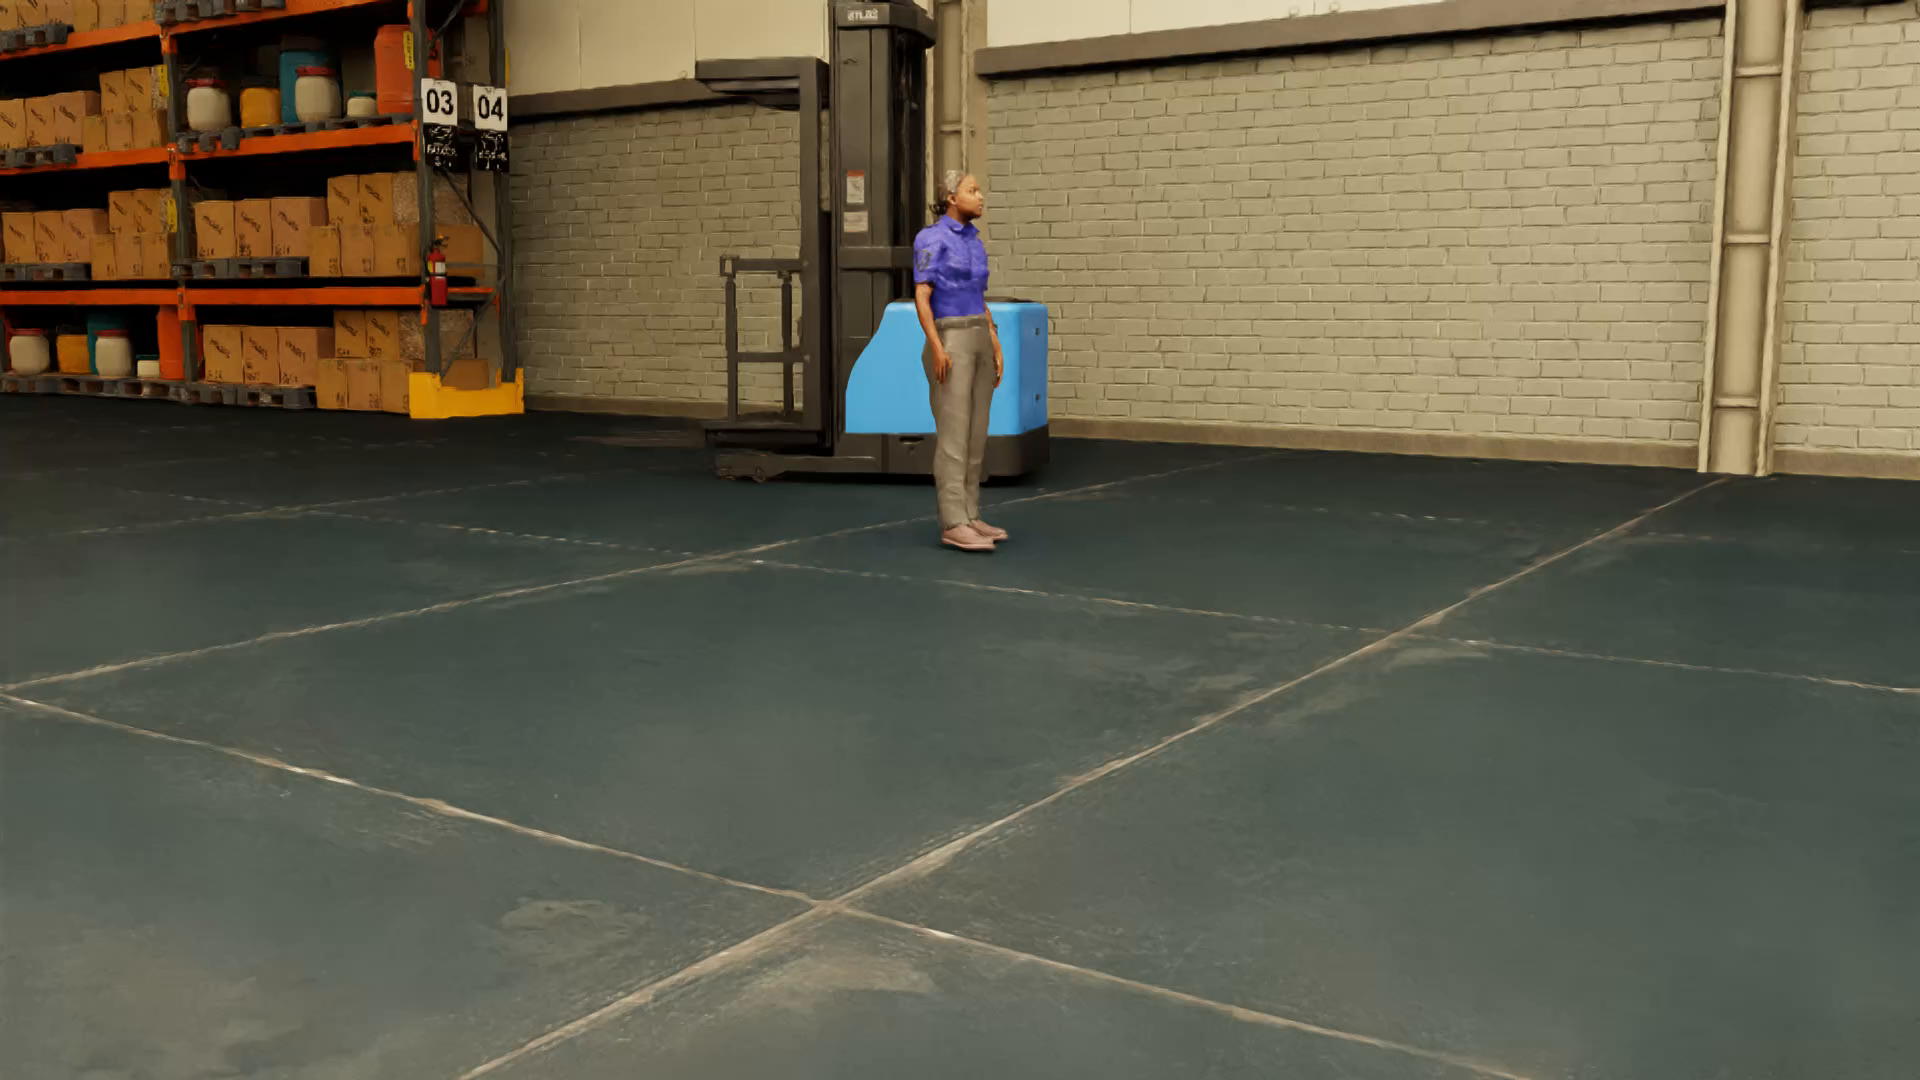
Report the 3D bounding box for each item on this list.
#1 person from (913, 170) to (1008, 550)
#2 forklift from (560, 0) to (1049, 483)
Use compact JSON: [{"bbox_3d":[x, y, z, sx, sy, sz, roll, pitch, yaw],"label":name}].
[{"bbox_3d":[0.062,-0.817,7.422,0.503,1.654,0.570,5,10,34],"label":"person"},{"bbox_3d":[-1.004,-1.875,10.377,3.031,2.935,1.130,2,8,14],"label":"forklift"}]
